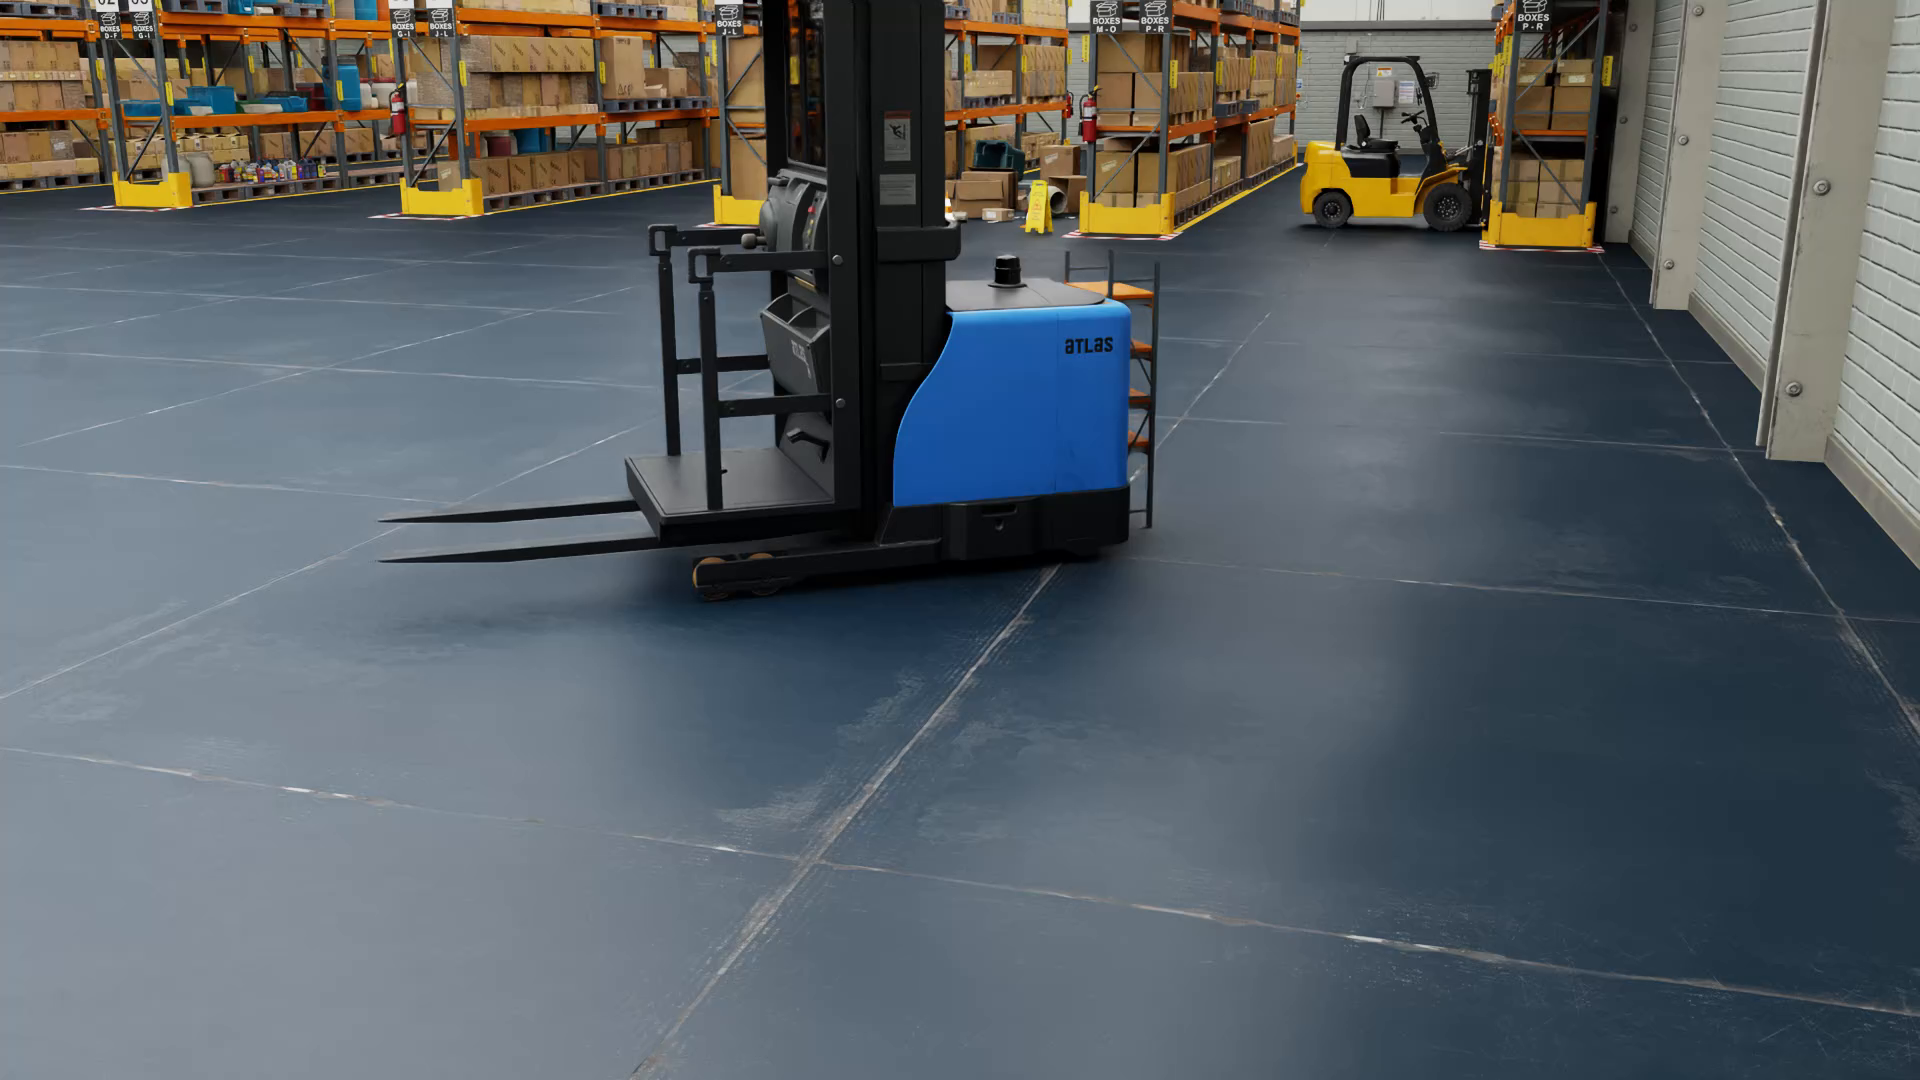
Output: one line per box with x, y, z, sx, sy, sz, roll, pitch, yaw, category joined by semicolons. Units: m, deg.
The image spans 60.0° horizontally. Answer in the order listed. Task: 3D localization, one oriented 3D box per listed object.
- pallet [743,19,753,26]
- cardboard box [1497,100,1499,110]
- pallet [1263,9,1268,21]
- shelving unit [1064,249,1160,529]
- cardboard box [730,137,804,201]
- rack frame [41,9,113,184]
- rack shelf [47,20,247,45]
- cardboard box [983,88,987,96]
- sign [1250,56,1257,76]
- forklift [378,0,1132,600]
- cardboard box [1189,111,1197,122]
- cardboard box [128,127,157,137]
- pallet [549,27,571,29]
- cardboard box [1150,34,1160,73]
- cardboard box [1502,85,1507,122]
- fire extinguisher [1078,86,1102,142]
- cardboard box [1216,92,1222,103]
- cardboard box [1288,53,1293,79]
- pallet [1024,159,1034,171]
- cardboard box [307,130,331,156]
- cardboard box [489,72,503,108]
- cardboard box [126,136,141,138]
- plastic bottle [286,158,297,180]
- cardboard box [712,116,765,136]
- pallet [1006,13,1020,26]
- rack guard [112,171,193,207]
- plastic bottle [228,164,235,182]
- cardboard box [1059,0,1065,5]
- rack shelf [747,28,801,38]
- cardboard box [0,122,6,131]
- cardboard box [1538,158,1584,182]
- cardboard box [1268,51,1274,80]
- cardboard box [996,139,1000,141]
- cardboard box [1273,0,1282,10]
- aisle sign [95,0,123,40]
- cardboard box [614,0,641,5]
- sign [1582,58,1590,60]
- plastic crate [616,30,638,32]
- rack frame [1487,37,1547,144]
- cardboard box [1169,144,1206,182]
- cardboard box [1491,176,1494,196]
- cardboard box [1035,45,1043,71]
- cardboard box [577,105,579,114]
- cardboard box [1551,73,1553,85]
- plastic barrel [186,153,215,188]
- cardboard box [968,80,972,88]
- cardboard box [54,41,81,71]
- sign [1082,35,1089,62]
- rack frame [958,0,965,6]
-4.694;-10.004;31.951;1.003;0.211;1.213;5;17;18;pallet
8.473;-6.598;25.369;0.500;0.250;0.500;4;16;14;cardboard box
4.808;-9.235;29.241;1.003;0.211;1.213;5;17;18;pallet
0.671;-0.685;7.546;0.258;1.200;0.503;-5;17;-18;shelving unit
-2.558;-5.044;22.741;0.875;0.875;0.875;5;17;16;cardboard box
-15.774;-7.909;29.716;1.000;3.000;0.127;5;16;16;rack frame
-15.206;-9.529;31.249;1.077;0.370;4.000;5;16;16;rack shelf
0.282;-8.305;30.802;0.380;0.149;0.250;5;17;17;cardboard box
4.884;-7.897;27.697;0.100;0.325;0.005;5;16;16;sign
-0.855;-1.336;6.668;3.031;2.935;1.130;-5;17;-18;forklift
3.000;-5.742;22.536;0.380;0.149;0.250;5;17;16;cardboard box
-18.561;-9.140;37.226;0.750;0.750;0.750;5;17;18;cardboard box
-8.882;-10.756;34.604;1.213;0.211;1.003;5;16;16;pallet
2.174;-6.279;21.410;0.700;0.500;0.500;5;17;16;cardboard box
7.037;-5.407;20.712;0.500;0.500;0.500;4;16;15;cardboard box
1.613;-5.293;20.636;0.296;0.674;0.183;5;16;16;fire extinguisher
3.684;-6.572;24.695;0.380;0.149;0.250;5;17;17;cardboard box
6.461;-9.627;33.758;0.500;0.500;0.500;5;16;16;cardboard box
0.880;-7.658;33.943;1.003;0.211;1.213;5;16;16;pallet
-13.800;-8.467;35.457;0.500;0.500;0.500;4;16;14;cardboard box
-7.204;-6.566;24.254;0.875;0.500;0.500;5;16;16;cardboard box
-15.648;-7.453;31.350;0.500;0.311;0.500;5;16;16;cardboard box
-11.079;-6.135;27.512;0.144;0.351;0.185;5;16;16;plastic bottle
-4.420;-8.010;33.195;1.225;0.875;0.875;4;16;14;cardboard box
0.445;-10.021;32.010;1.213;0.211;1.003;5;16;16;pallet
-12.186;-5.298;25.093;1.175;0.500;0.348;5;16;16;rack guard
-11.924;-5.993;27.147;0.152;0.276;0.135;4;16;14;plastic bottle
2.047;-11.562;35.725;0.380;0.149;0.250;4;16;15;cardboard box
-3.436;-10.853;35.917;1.077;0.370;4.000;5;16;16;rack shelf
-19.765;-8.372;33.748;0.500;0.250;0.500;5;17;17;cardboard box
7.165;-4.412;19.824;0.500;0.250;0.500;4;16;15;cardboard box
5.471;-8.721;30.564;0.500;0.500;0.500;5;17;17;cardboard box
0.458;-7.340;31.521;0.500;0.500;0.500;4;16;15;cardboard box
5.866;-10.343;31.665;0.500;0.500;0.500;5;17;17;cardboard box
-12.468;-7.732;24.329;0.394;0.787;0.004;5;16;16;aisle sign
-5.782;-9.196;27.799;0.797;0.503;0.637;5;17;18;cardboard box
8.517;-6.399;22.662;0.100;0.325;0.005;5;16;16;sign
-7.622;-11.724;38.058;0.450;0.188;0.336;5;16;16;plastic crate
11.394;-9.127;34.010;1.000;3.000;0.127;5;16;16;rack frame
3.170;-5.302;23.421;0.500;0.500;0.500;5;17;17;cardboard box
6.965;-4.479;20.977;0.500;0.250;0.500;4;16;15;cardboard box
1.390;-9.859;34.031;0.500;0.500;0.500;5;17;17;cardboard box
-6.265;-6.814;26.317;0.380;0.149;0.250;5;16;16;cardboard box
7.280;-5.505;19.868;0.380;0.149;0.250;4;16;15;cardboard box
-11.907;-5.792;26.041;0.421;0.512;0.421;0;16;0;plastic barrel
-0.009;-8.181;29.822;0.380;0.149;0.250;5;17;19;cardboard box
-15.894;-8.464;29.114;0.700;0.500;0.500;5;17;16;cardboard box
1.561;-6.082;20.574;0.100;0.325;0.005;5;16;16;sign
-0.414;-10.661;28.426;1.000;3.000;0.127;5;16;16;rack frame
